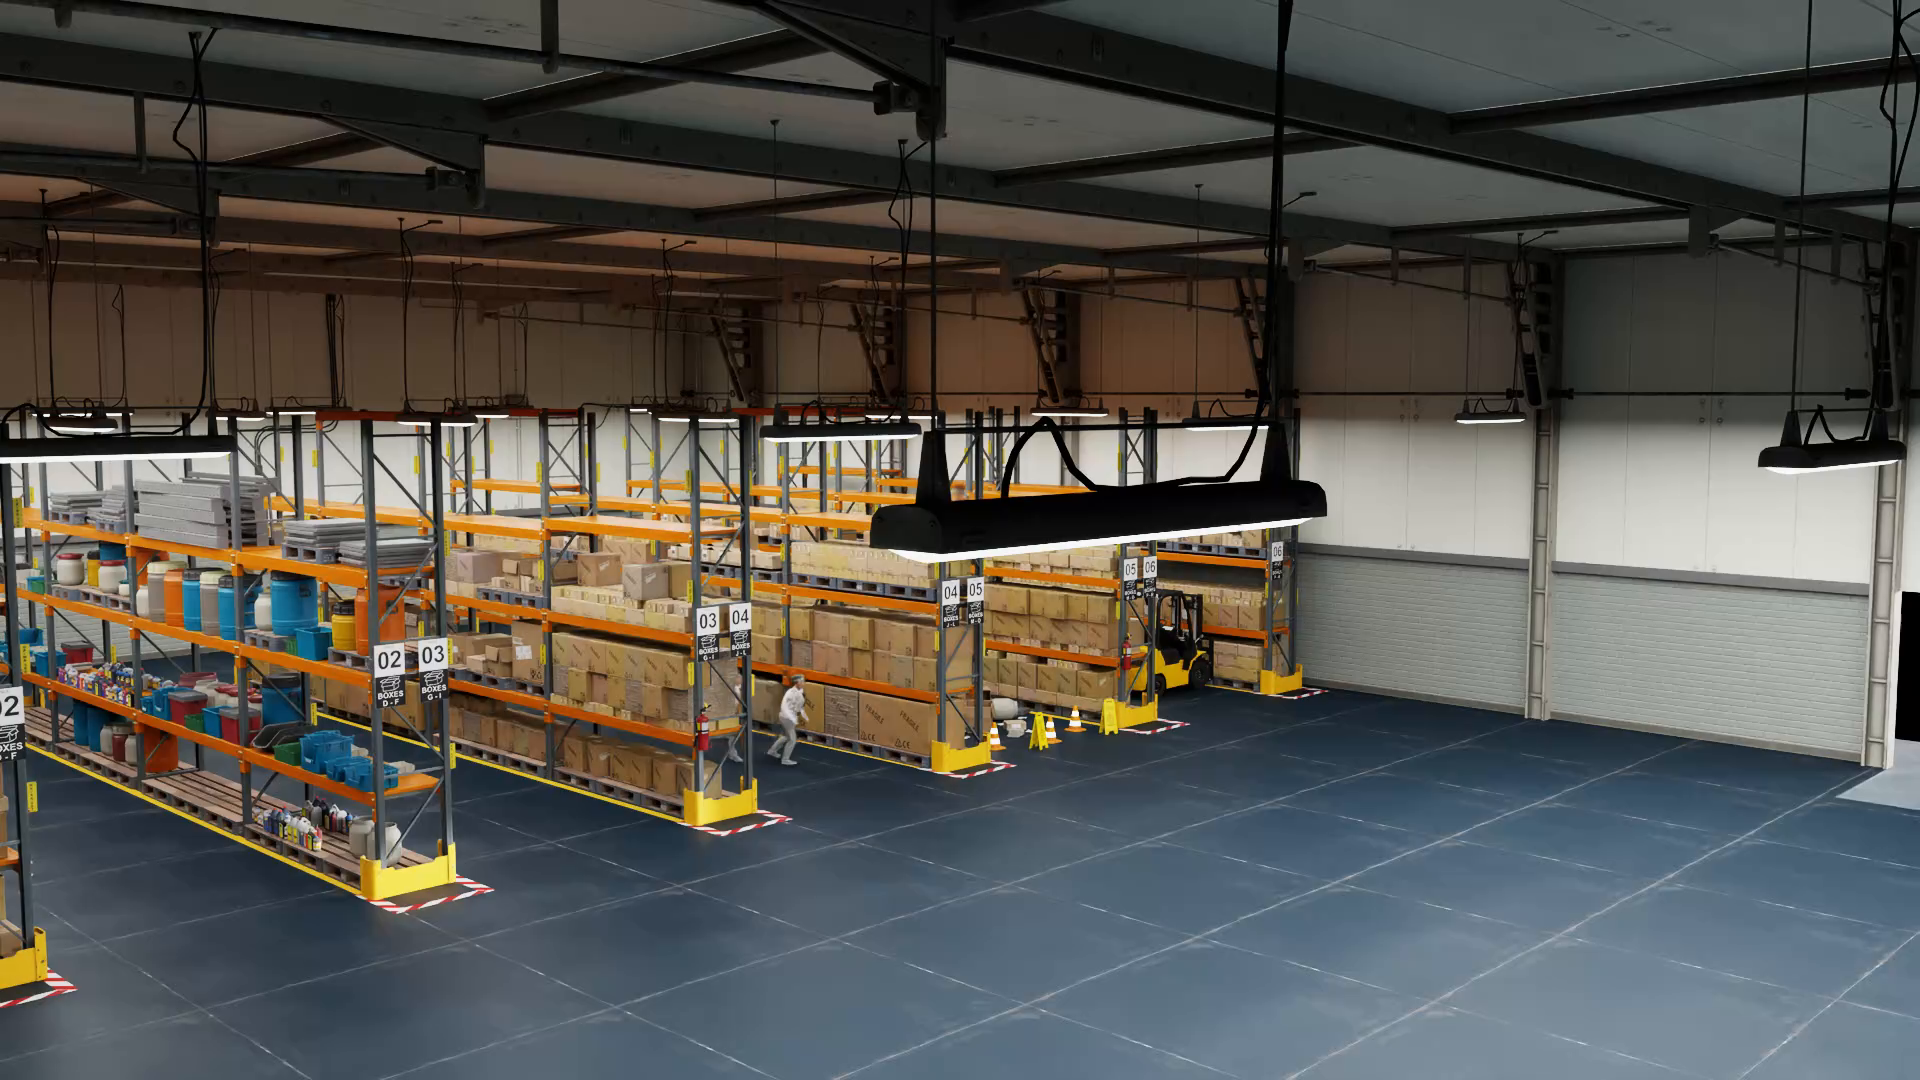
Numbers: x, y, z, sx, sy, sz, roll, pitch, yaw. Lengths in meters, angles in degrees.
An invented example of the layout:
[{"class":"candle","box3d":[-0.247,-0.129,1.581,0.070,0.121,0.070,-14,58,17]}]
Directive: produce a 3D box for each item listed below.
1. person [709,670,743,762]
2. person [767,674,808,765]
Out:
[{"class":"person","box3d":[-4.061,3.018,28.643,0.787,1.636,0.617,3,6,31]},{"class":"person","box3d":[-2.969,3.035,28.306,0.784,1.589,0.598,1,5,16]}]
